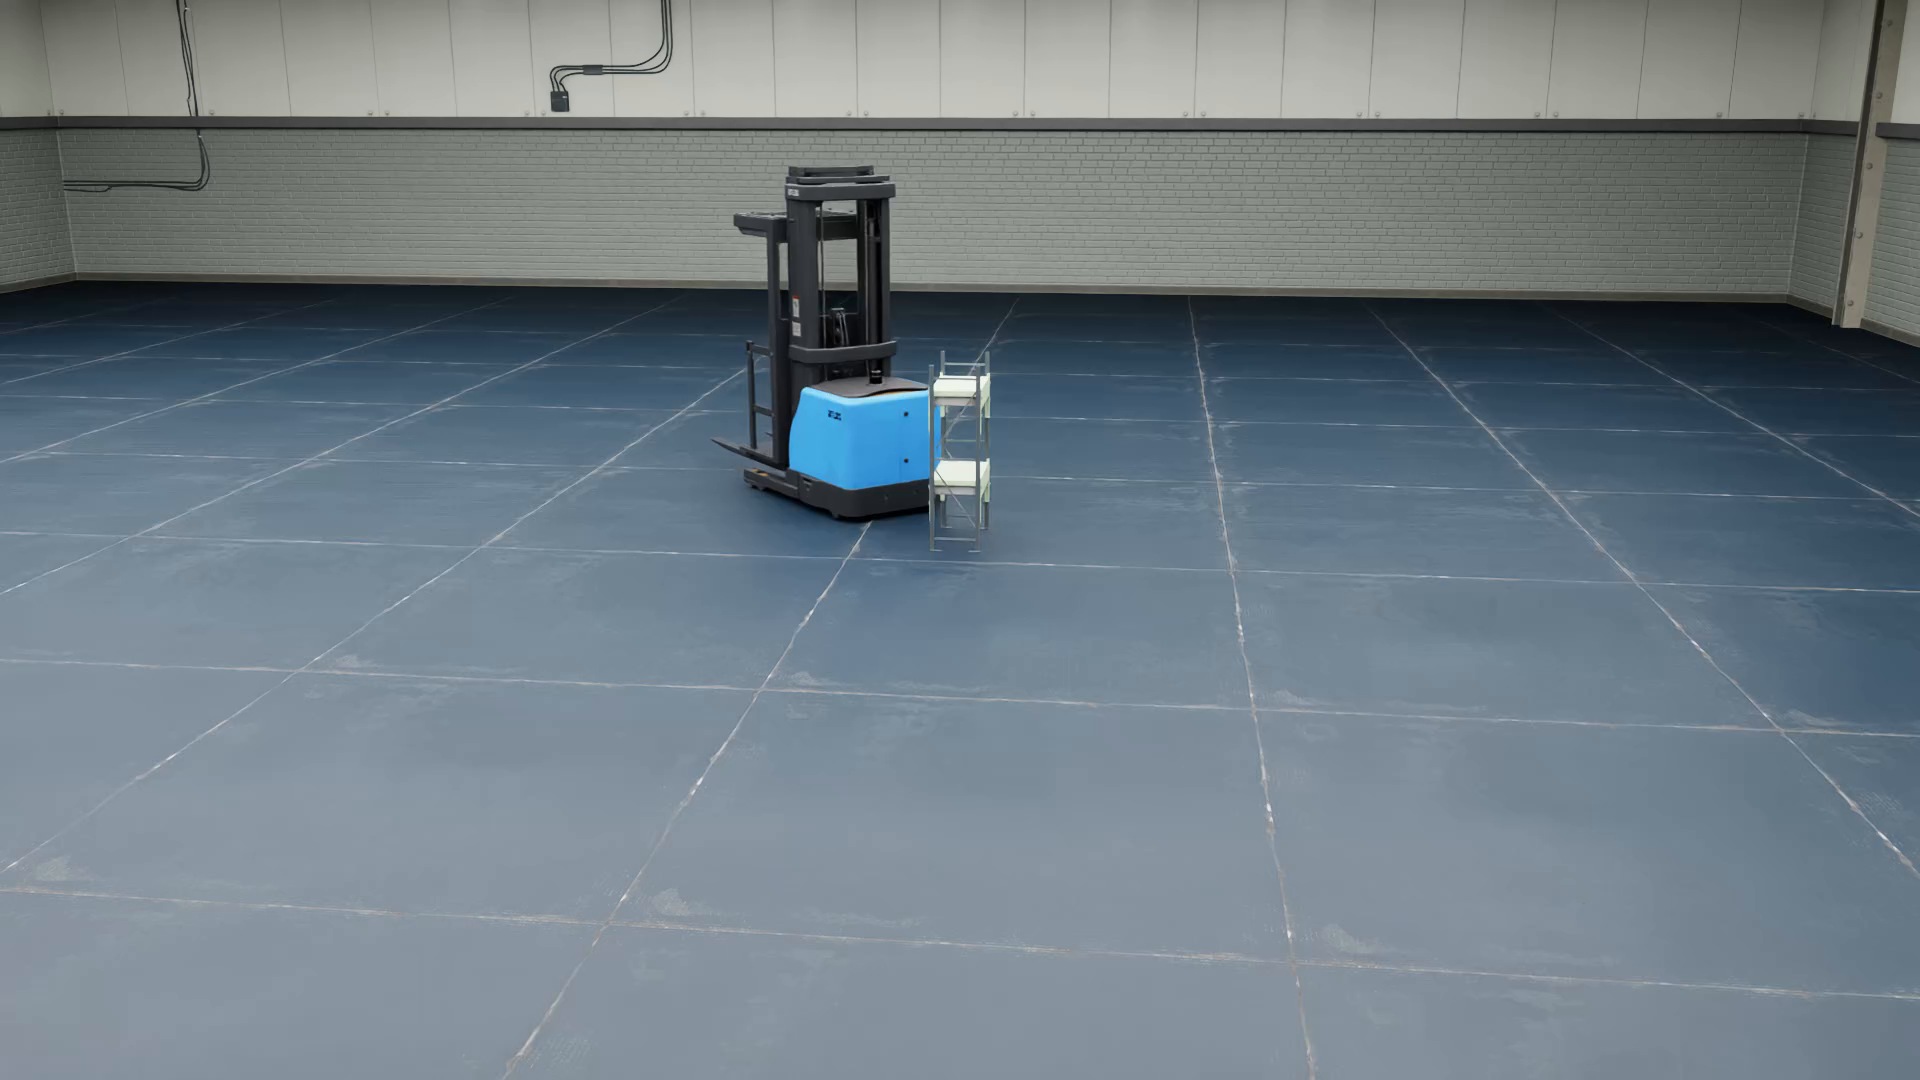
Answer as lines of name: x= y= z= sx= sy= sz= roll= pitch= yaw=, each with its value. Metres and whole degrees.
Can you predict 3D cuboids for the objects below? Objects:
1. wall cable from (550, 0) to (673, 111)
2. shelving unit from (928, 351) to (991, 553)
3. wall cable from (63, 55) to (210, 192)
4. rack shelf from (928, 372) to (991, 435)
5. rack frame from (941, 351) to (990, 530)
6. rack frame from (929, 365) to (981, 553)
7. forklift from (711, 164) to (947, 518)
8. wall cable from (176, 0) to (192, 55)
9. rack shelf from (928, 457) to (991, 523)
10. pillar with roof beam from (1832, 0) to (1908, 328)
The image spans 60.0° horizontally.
wall cable: x=-6.318 y=-10.711 z=29.518 sx=2.305 sy=6.003 sz=0.169 roll=2 pitch=15 yaw=6
shelving unit: x=0.001 y=-0.726 z=13.473 sx=0.431 sy=1.500 sz=0.755 roll=2 pitch=15 yaw=6
wall cable: x=-15.749 y=-7.854 z=31.416 sx=3.097 sy=2.526 sz=0.112 roll=2 pitch=15 yaw=6
rack shelf: x=0.001 y=-1.102 z=13.371 sx=0.431 sy=0.370 sz=0.720 roll=2 pitch=15 yaw=6
rack frame: x=0.042 y=-0.821 z=13.824 sx=0.400 sy=1.500 sz=0.023 roll=2 pitch=15 yaw=6
rack frame: x=-0.041 y=-0.631 z=13.122 sx=0.400 sy=1.500 sz=0.023 roll=2 pitch=15 yaw=6
forklift: x=-1.355 y=-1.931 z=15.188 sx=1.130 sy=2.935 sz=3.031 roll=-10 pitch=18 yaw=-33
wall cable: x=-13.061 y=-10.212 z=30.463 sx=3.097 sy=2.526 sz=0.112 roll=2 pitch=15 yaw=6
rack shelf: x=0.001 y=-0.411 z=13.558 sx=0.431 sy=0.370 sz=0.720 roll=2 pitch=15 yaw=6
pillar with roof beam: x=9.626 y=-7.827 z=25.367 sx=9.100 sy=9.000 sz=0.400 roll=2 pitch=15 yaw=6
